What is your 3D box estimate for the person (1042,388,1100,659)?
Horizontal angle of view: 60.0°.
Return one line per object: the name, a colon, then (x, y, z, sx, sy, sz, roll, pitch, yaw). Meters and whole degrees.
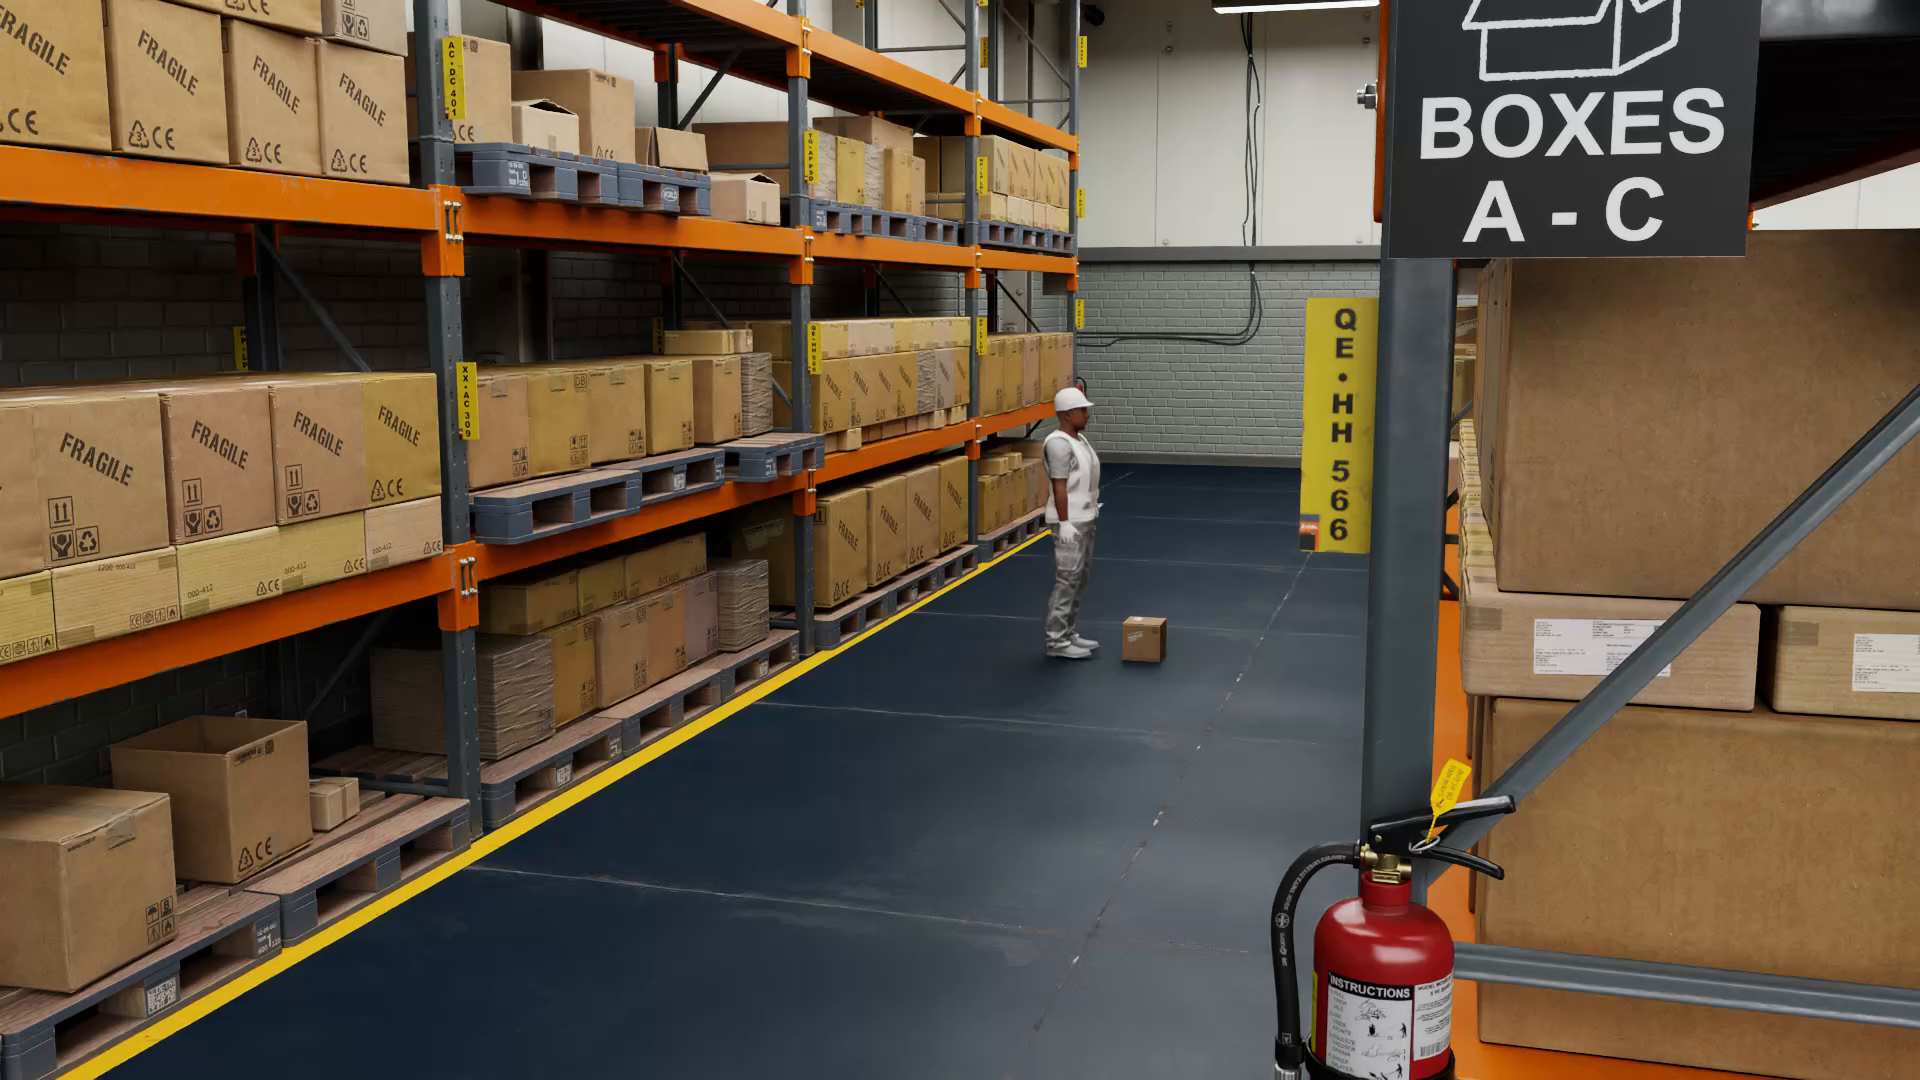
person: (0.748, -0.120, 11.091, 0.352, 1.782, 0.544, 3, 9, 18)
